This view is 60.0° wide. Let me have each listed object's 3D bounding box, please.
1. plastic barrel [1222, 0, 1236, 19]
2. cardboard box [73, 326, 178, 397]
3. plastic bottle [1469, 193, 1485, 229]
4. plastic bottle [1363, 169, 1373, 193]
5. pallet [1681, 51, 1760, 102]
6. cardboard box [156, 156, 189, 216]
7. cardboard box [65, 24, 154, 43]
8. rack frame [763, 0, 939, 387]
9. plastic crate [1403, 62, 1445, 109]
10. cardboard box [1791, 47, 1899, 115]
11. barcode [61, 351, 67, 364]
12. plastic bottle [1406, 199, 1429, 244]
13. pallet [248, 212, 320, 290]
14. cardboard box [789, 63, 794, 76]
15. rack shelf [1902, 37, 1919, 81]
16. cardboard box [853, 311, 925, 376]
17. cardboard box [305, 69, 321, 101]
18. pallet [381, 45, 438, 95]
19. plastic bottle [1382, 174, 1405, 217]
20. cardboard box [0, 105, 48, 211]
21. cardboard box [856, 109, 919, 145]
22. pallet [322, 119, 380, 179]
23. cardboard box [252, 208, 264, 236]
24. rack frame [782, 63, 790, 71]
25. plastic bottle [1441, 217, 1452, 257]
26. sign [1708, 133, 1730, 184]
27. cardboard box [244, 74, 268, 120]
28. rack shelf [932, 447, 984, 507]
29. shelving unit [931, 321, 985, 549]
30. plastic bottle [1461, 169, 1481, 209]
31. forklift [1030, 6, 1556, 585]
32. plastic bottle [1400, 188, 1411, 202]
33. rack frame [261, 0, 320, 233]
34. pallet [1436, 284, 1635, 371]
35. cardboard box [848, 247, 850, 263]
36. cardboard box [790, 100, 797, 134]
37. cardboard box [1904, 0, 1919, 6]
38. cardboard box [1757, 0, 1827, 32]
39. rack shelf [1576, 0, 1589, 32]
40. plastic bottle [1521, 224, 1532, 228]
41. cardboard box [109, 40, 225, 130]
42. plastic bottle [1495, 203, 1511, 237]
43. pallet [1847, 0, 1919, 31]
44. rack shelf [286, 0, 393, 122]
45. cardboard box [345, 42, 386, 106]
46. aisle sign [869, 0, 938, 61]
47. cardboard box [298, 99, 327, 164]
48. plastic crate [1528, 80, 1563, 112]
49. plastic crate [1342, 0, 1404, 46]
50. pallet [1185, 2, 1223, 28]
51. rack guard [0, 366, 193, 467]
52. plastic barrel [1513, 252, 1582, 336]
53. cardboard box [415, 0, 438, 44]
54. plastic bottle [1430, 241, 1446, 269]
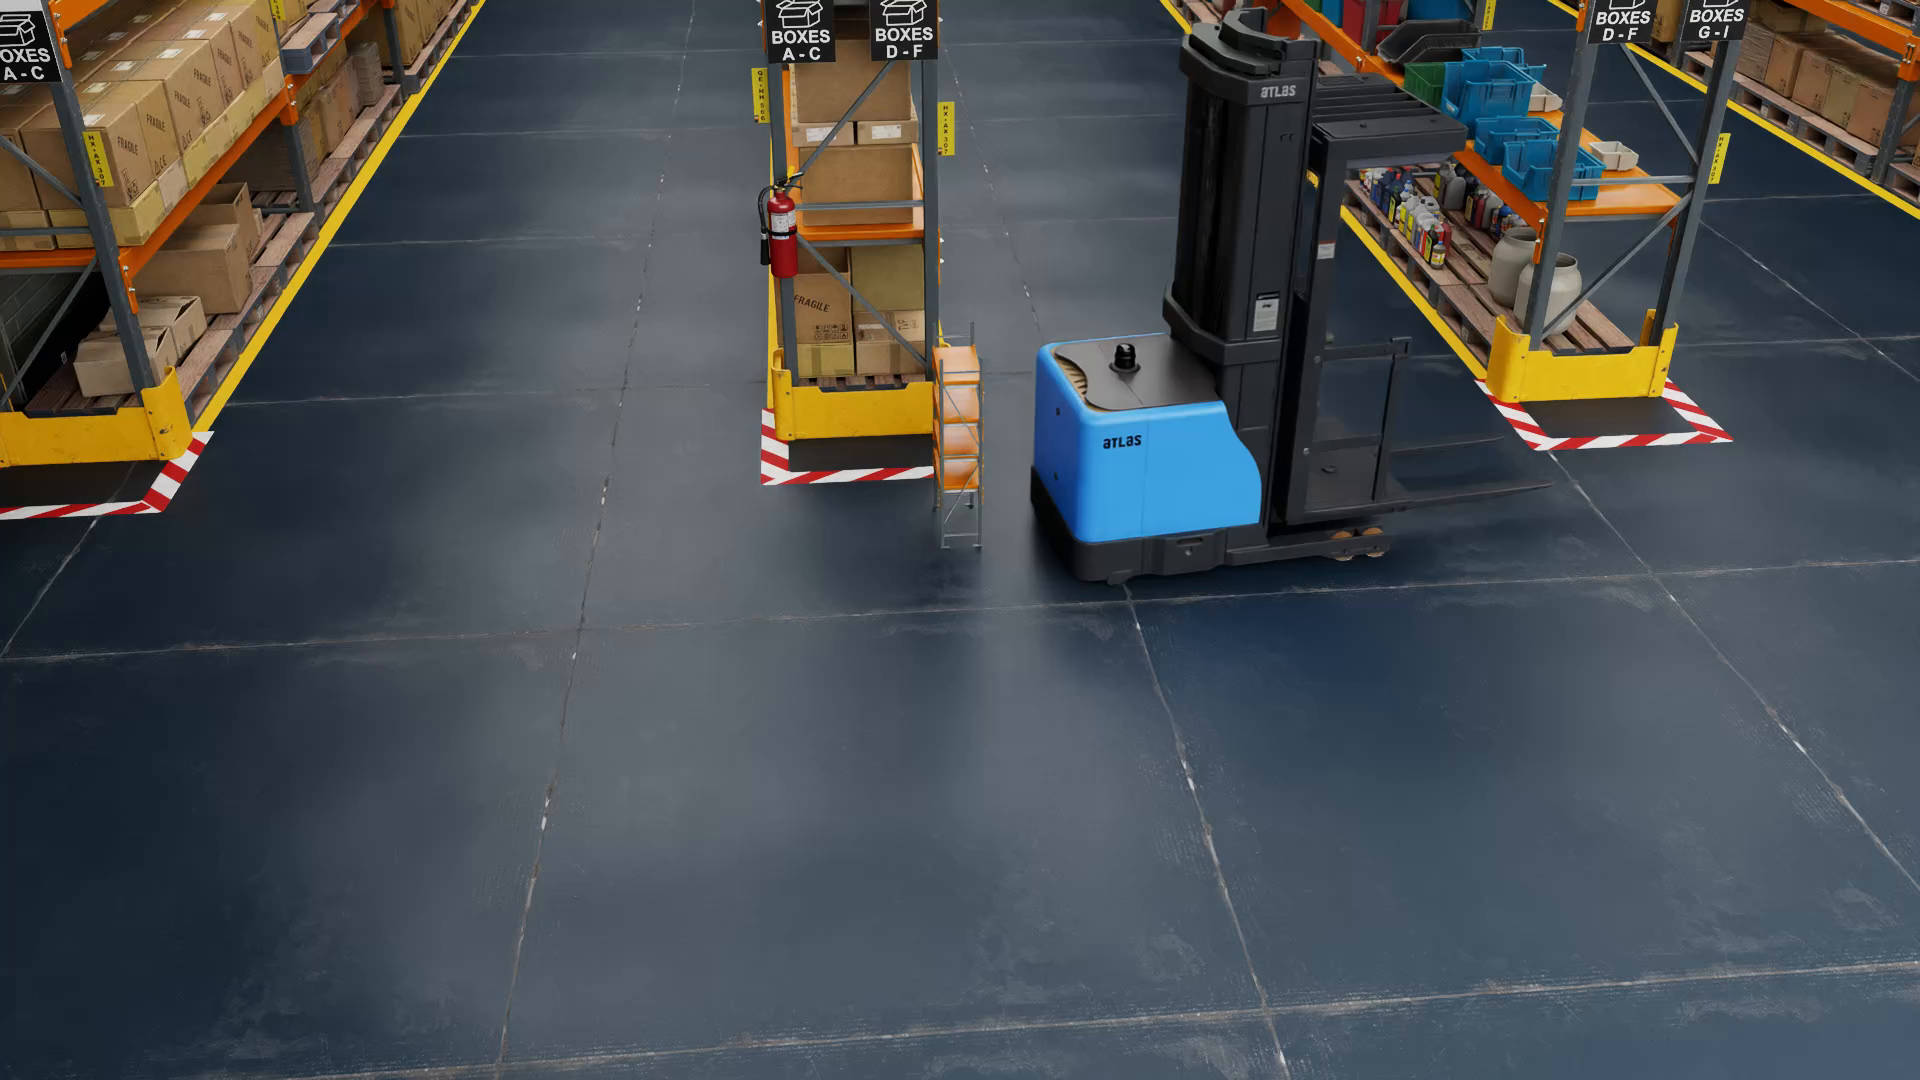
[{"bbox_3d":[3.379,-6.352,19.401,0.600,0.588,0.708,-3,31,-5],"label":"plastic barrel"},{"bbox_3d":[-5.544,-1.214,11.051,0.500,0.311,0.500,-6,31,-10],"label":"cardboard box"},{"bbox_3d":[4.221,-2.695,13.557,0.061,0.283,0.133,-3,31,-5],"label":"plastic bottle"},{"bbox_3d":[3.524,-3.091,14.299,0.097,0.201,0.097,0,31,0],"label":"plastic bottle"},{"bbox_3d":[8.550,-5.022,17.952,1.003,0.211,1.213,-3,31,-5],"label":"pallet"},{"bbox_3d":[-5.361,-2.295,10.794,0.500,0.250,0.500,-4,31,-6],"label":"cardboard box"},{"bbox_3d":[-6.021,-3.361,11.848,0.500,0.500,0.500,-2,31,-3],"label":"cardboard box"},{"bbox_3d":[-0.637,-2.061,10.276,1.000,3.000,0.127,-3,31,-5],"label":"rack frame"},{"bbox_3d":[3.767,-3.541,12.960,0.450,0.188,0.662,-3,31,-5],"label":"plastic crate"},{"bbox_3d":[8.738,-4.536,16.428,0.700,0.500,0.500,-5,31,-9],"label":"cardboard box"},{"bbox_3d":[-5.944,-1.208,11.032,0.001,0.075,0.075,-3,31,-5],"label":"barcode"},{"bbox_3d":[3.658,-2.550,13.249,0.144,0.351,0.185,-2,31,-3],"label":"plastic bottle"},{"bbox_3d":[-5.845,-2.326,13.438,1.003,0.211,1.213,-3,31,-5],"label":"pallet"},{"bbox_3d":[-0.985,-3.230,11.502,0.380,0.149,0.250,-2,31,-3],"label":"cardboard box"},{"bbox_3d":[9.039,-3.246,12.961,1.077,0.370,4.000,-3,31,-5],"label":"rack shelf"},{"bbox_3d":[-0.466,-1.346,11.349,0.500,0.250,0.500,-3,31,-5],"label":"cardboard box"},{"bbox_3d":[-6.125,-4.167,15.079,0.500,0.250,0.500,-4,31,-6],"label":"cardboard box"},{"bbox_3d":[-6.315,-5.115,18.108,1.003,0.211,1.213,-3,31,-5],"label":"pallet"},{"bbox_3d":[3.601,-2.862,13.771,0.144,0.351,0.185,-4,31,-7],"label":"plastic bottle"},{"bbox_3d":[-5.825,-2.319,10.102,0.500,0.500,0.500,-3,31,-5],"label":"cardboard box"},{"bbox_3d":[-0.460,-2.593,10.437,0.380,0.149,0.250,-3,31,-5],"label":"cardboard box"},{"bbox_3d":[-6.134,-3.689,15.720,1.003,0.211,1.213,-3,31,-5],"label":"pallet"},{"bbox_3d":[-5.863,-2.565,13.453,0.380,0.166,0.250,-7,32,-11],"label":"cardboard box"},{"bbox_3d":[-1.011,-4.103,13.695,1.000,3.000,0.127,-3,31,-5],"label":"rack frame"},{"bbox_3d":[3.796,-2.371,13.015,0.061,0.283,0.133,-3,31,-5],"label":"plastic bottle"},{"bbox_3d":[4.843,-2.440,10.639,0.100,0.325,0.005,-3,31,-5],"label":"sign"},{"bbox_3d":[-5.559,-3.326,12.521,0.500,0.250,0.500,-3,31,-4],"label":"cardboard box"},{"bbox_3d":[-0.015,-0.371,9.720,0.258,0.148,0.480,-3,31,-5],"label":"rack shelf"},{"bbox_3d":[-0.015,-0.600,9.584,0.258,1.200,0.503,-3,31,-5],"label":"shelving unit"},{"bbox_3d":[4.286,-2.978,13.964,0.144,0.351,0.185,-4,31,-7],"label":"plastic bottle"},{"bbox_3d":[1.997,-1.394,9.226,3.031,2.935,1.130,-7,32,-11],"label":"forklift"},{"bbox_3d":[3.652,-2.755,13.668,0.097,0.271,0.097,0,31,0],"label":"plastic bottle"},{"bbox_3d":[-5.943,-3.864,13.294,1.000,3.000,0.127,-3,31,-5],"label":"rack frame"},{"bbox_3d":[4.170,-1.551,12.141,1.003,0.211,1.213,-3,31,-5],"label":"pallet"},{"bbox_3d":[-0.574,-2.177,12.011,0.500,0.500,0.500,-3,31,-5],"label":"cardboard box"},{"bbox_3d":[-0.889,-2.702,10.619,0.380,0.149,0.250,-2,31,-3],"label":"cardboard box"},{"bbox_3d":[8.917,-5.426,14.915,1.000,1.000,1.000,-3,31,-4],"label":"cardboard box"},{"bbox_3d":[8.631,-5.445,17.218,0.500,0.250,0.500,1,31,1],"label":"cardboard box"},{"bbox_3d":[4.108,-4.297,11.795,1.077,0.370,4.000,-3,31,-5],"label":"rack shelf"},{"bbox_3d":[4.432,-2.376,13.023,0.061,0.283,0.133,-2,31,-4],"label":"plastic bottle"},{"bbox_3d":[-5.453,-3.126,11.454,0.500,0.500,0.500,-2,31,-3],"label":"cardboard box"},{"bbox_3d":[4.375,-2.584,13.383,0.097,0.271,0.097,0,31,0],"label":"plastic bottle"},{"bbox_3d":[8.926,-4.891,15.200,1.003,0.211,1.213,-3,31,-5],"label":"pallet"},{"bbox_3d":[-6.130,-4.577,15.188,1.077,0.370,4.000,-3,31,-5],"label":"rack shelf"},{"bbox_3d":[-6.197,-4.657,16.630,0.700,0.500,0.500,-2,31,-4],"label":"cardboard box"},{"bbox_3d":[-0.326,-3.158,9.578,0.394,0.787,0.004,-3,31,-5],"label":"aisle sign"},{"bbox_3d":[-6.126,-3.616,14.888,0.700,0.500,0.500,-3,31,-6],"label":"cardboard box"},{"bbox_3d":[4.325,-3.409,12.789,0.530,0.136,0.437,-3,31,-5],"label":"plastic crate"},{"bbox_3d":[3.571,-4.599,14.462,0.402,0.464,0.583,-3,31,-5],"label":"plastic crate"},{"bbox_3d":[3.321,-6.206,19.934,1.003,0.211,1.213,-3,31,-5],"label":"pallet"},{"bbox_3d":[-5.576,-0.788,10.581,1.175,0.500,0.348,-3,31,-5],"label":"rack guard"},{"bbox_3d":[4.157,-1.741,11.757,0.421,0.512,0.421,0,31,0],"label":"plastic barrel"},{"bbox_3d":[-6.330,-5.993,18.545,0.750,0.750,0.750,-3,31,-5],"label":"cardboard box"},{"bbox_3d":[3.687,-2.201,12.809,0.097,0.201,0.097,0,31,0],"label":"plastic bottle"}]
